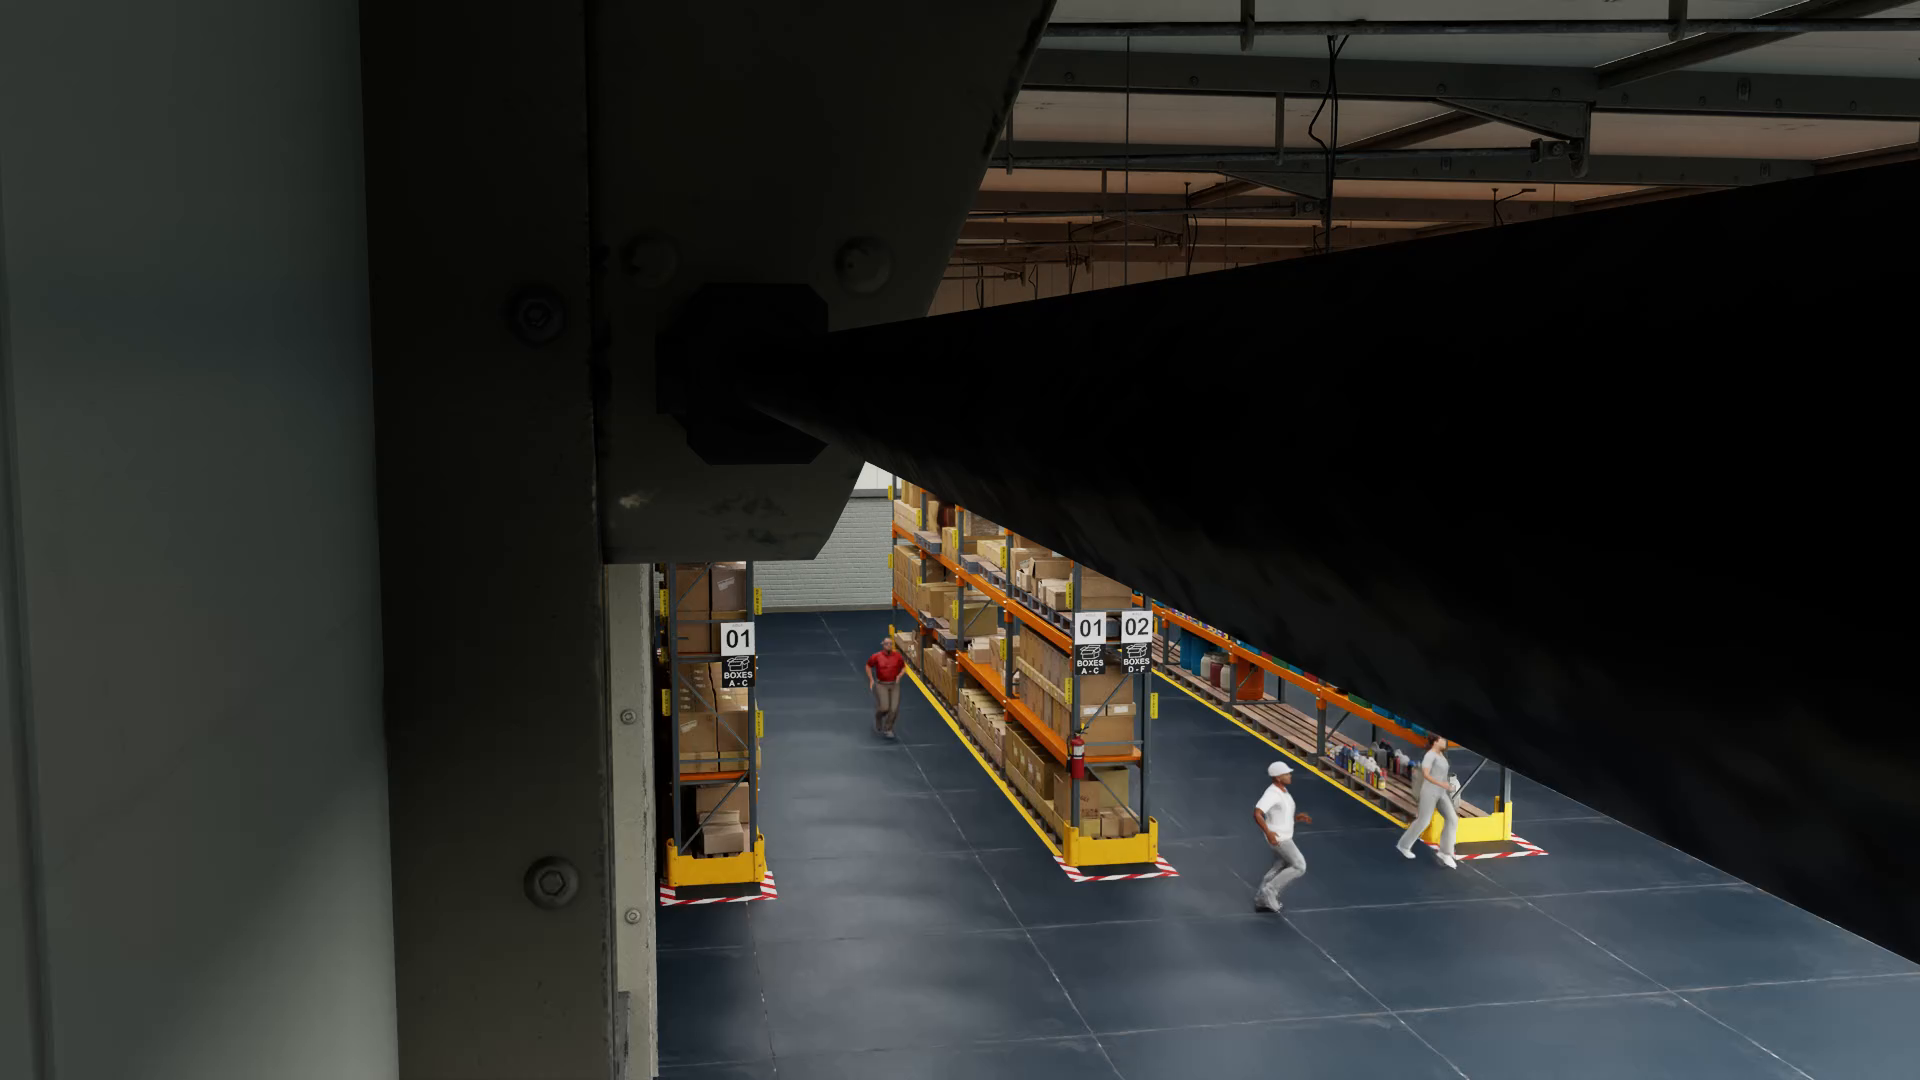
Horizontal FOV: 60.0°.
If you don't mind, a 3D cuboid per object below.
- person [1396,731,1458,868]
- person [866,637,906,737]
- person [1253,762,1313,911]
[{"bbox_3d":[5.988,3.237,21.042,0.786,1.692,0.615,5,8,41],"label":"person"},{"bbox_3d":[-1.209,2.481,27.909,0.665,1.685,0.593,-2,6,-16],"label":"person"},{"bbox_3d":[3.708,3.397,19.057,0.638,1.724,0.687,2,6,15],"label":"person"}]
